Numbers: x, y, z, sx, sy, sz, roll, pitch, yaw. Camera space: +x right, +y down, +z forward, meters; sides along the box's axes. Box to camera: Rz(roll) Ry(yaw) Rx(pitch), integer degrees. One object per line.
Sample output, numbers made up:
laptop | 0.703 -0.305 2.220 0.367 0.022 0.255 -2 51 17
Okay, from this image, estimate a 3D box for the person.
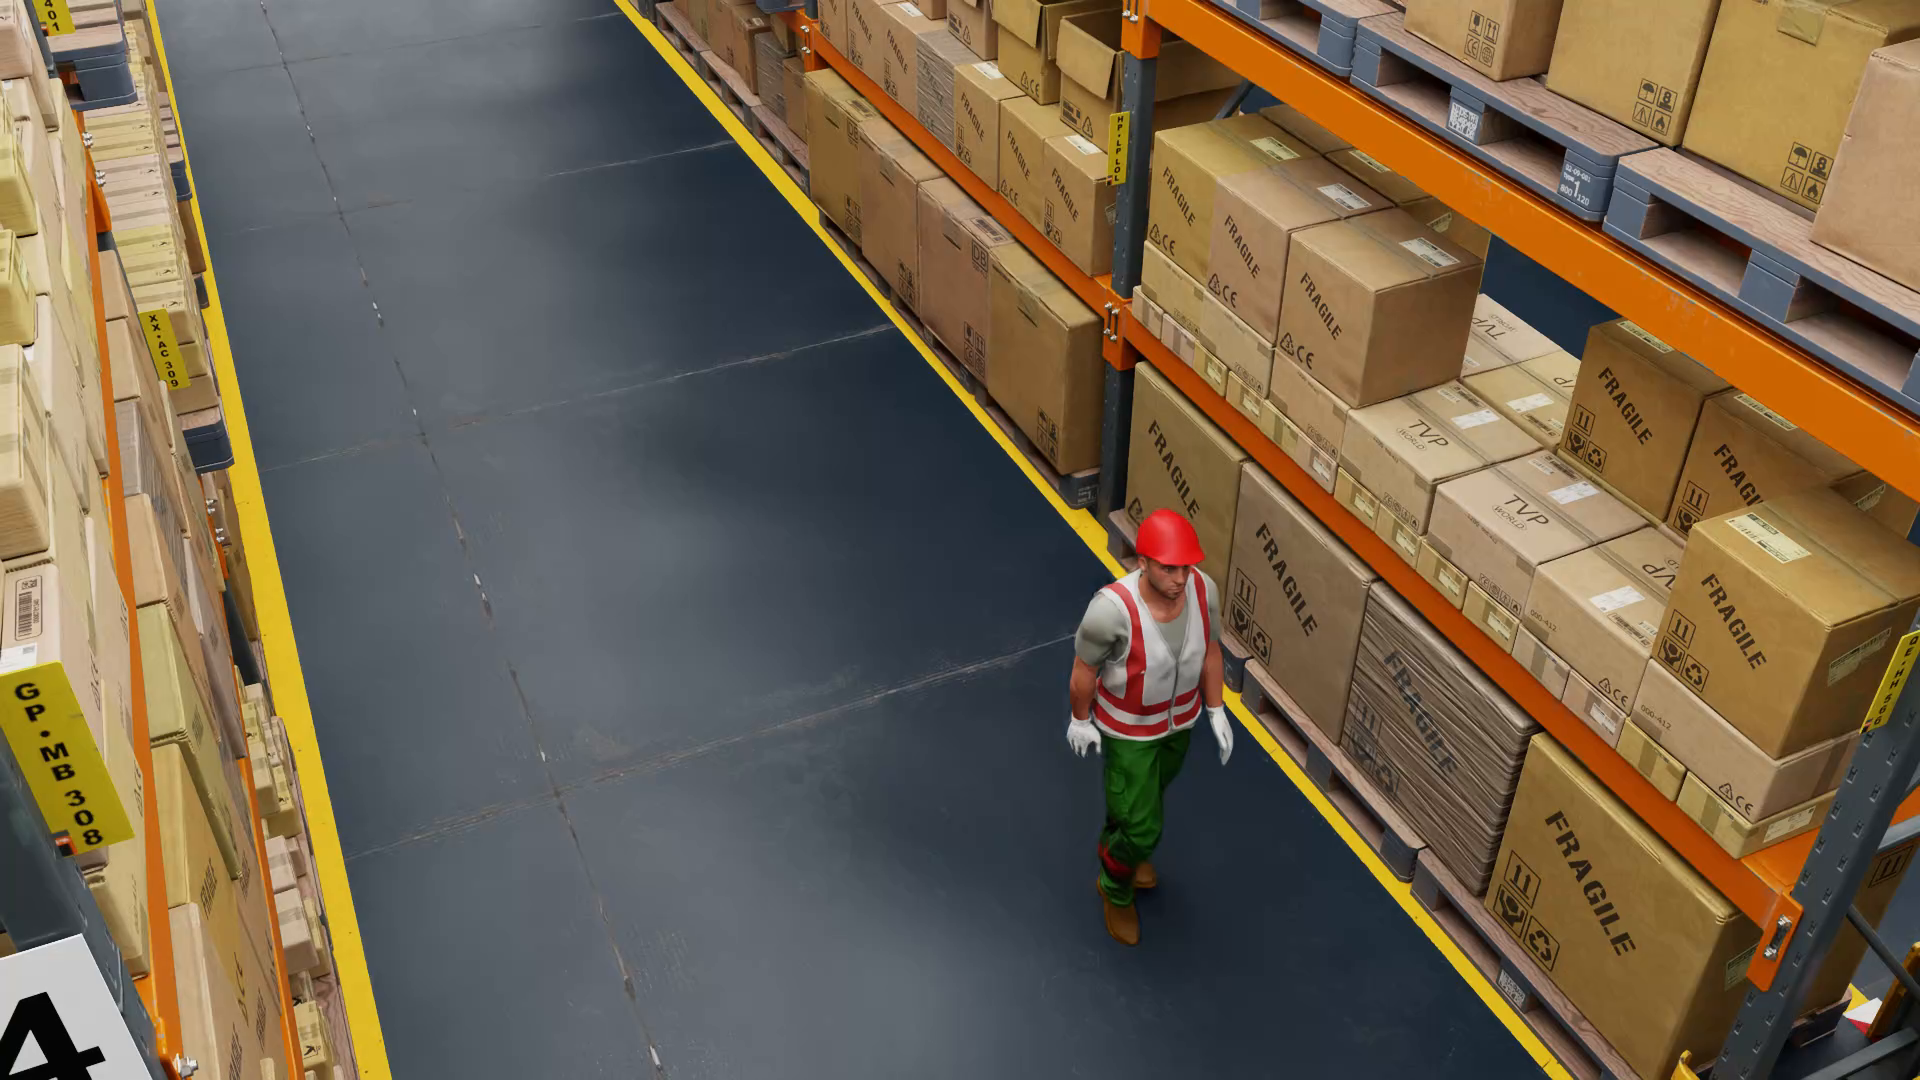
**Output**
person | 0.680 0.669 5.945 0.543 1.838 0.511 -19 41 -24
